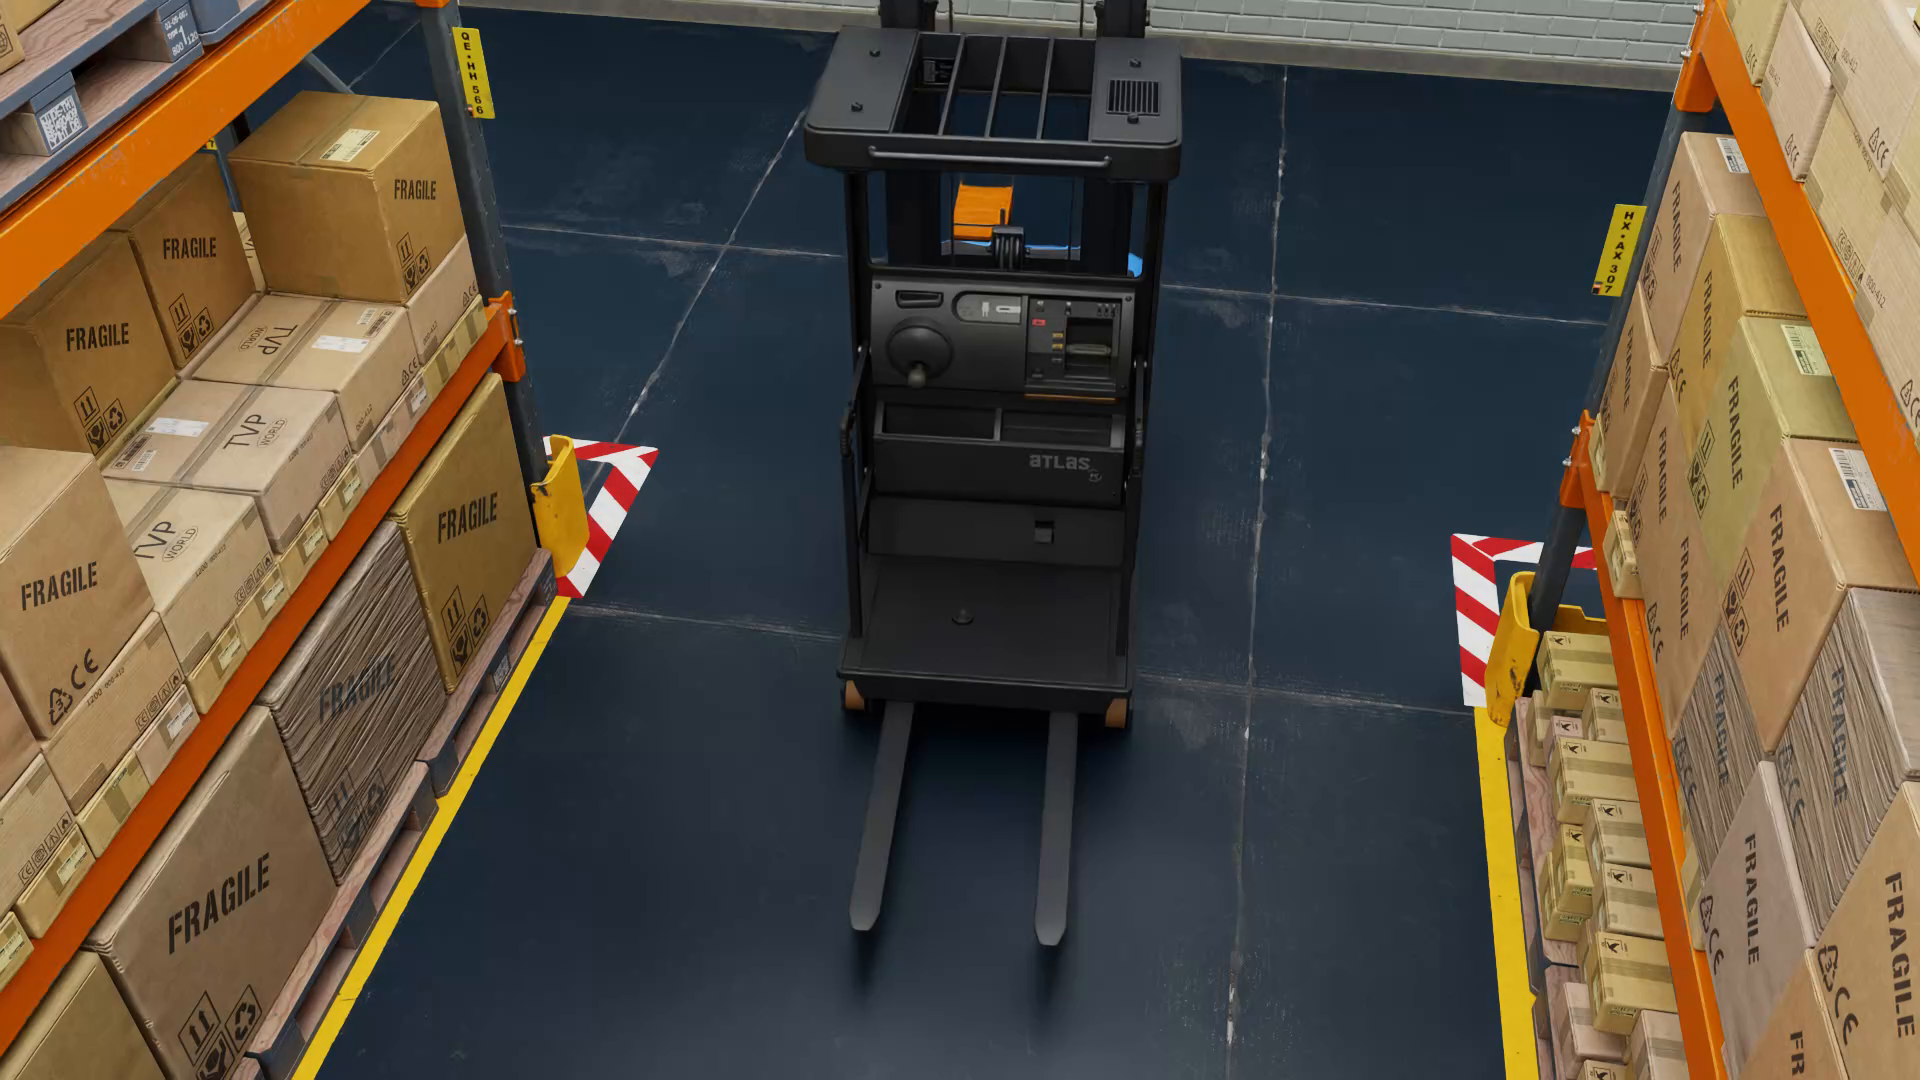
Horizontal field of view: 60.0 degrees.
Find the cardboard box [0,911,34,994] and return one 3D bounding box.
[{"bbox_3d":[-2.439,0.984,3.903,0.380,0.149,0.250,8,40,9],"label":"cardboard box"}]

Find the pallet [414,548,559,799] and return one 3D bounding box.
[{"bbox_3d":[-2.278,0.441,6.551,1.003,0.211,1.213,6,40,8],"label":"pallet"}]

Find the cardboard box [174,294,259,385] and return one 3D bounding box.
[{"bbox_3d":[-2.649,-0.602,5.509,0.500,0.250,0.500,6,40,7],"label":"cardboard box"}]

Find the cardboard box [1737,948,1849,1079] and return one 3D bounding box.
[{"bbox_3d":[1.856,1.163,3.177,0.500,0.500,0.500,5,40,6],"label":"cardboard box"}]

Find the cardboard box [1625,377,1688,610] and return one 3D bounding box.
[{"bbox_3d":[2.234,-0.097,4.701,0.500,0.500,0.500,6,40,8],"label":"cardboard box"}]

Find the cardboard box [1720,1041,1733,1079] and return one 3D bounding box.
[{"bbox_3d":[1.907,1.201,3.641,0.380,0.149,0.250,5,40,6],"label":"cardboard box"}]

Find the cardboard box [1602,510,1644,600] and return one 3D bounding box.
[{"bbox_3d":[2.170,0.058,5.023,0.380,0.149,0.250,5,40,6],"label":"cardboard box"}]

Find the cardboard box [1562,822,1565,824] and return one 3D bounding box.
[{"bbox_3d":[2.281,0.870,5.751,0.380,0.149,0.250,6,40,7],"label":"cardboard box"}]

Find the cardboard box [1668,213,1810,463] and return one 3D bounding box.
[{"bbox_3d":[2.231,-0.502,4.407,0.500,0.500,0.500,7,40,9],"label":"cardboard box"}]

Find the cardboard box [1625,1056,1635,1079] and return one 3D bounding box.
[{"bbox_3d":[2.083,1.588,4.650,0.380,0.149,0.250,8,40,10],"label":"cardboard box"}]

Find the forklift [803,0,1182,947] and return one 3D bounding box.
[{"bbox_3d":[0.129,-0.638,5.722,1.130,2.935,3.031,4,40,4],"label":"forklift"}]

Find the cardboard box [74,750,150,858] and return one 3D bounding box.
[{"bbox_3d":[-2.351,0.658,4.297,0.380,0.149,0.250,6,40,7],"label":"cardboard box"}]

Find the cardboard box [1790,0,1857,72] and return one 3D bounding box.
[{"bbox_3d":[2.230,-1.250,3.779,0.500,0.250,0.500,6,40,7],"label":"cardboard box"}]

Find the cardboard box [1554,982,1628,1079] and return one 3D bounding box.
[{"bbox_3d":[2.013,1.493,4.998,0.380,0.149,0.250,5,40,6],"label":"cardboard box"}]

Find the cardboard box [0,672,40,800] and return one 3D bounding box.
[{"bbox_3d":[-2.481,0.440,3.659,0.500,0.500,0.500,6,40,8],"label":"cardboard box"}]

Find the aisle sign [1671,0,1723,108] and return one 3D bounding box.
[{"bbox_3d":[2.369,-1.614,4.808,0.394,0.787,0.004,6,40,8],"label":"aisle sign"}]

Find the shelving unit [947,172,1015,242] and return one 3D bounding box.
[{"bbox_3d":[0.097,-1.109,7.649,0.258,1.200,0.503,4,40,4],"label":"shelving unit"}]

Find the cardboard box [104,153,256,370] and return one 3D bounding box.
[{"bbox_3d":[-2.652,-0.904,5.286,0.500,0.500,0.500,5,40,7],"label":"cardboard box"}]

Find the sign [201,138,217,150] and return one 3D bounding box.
[{"bbox_3d":[-2.762,-1.573,6.057,0.100,0.325,0.005,6,40,8],"label":"sign"}]

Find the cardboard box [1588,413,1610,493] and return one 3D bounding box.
[{"bbox_3d":[2.272,-0.270,5.419,0.380,0.149,0.250,6,40,7],"label":"cardboard box"}]

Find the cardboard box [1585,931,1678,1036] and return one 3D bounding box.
[{"bbox_3d":[2.018,1.294,4.772,0.380,0.149,0.250,7,40,8],"label":"cardboard box"}]

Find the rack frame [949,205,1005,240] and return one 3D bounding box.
[{"bbox_3d":[0.073,-0.954,7.462,0.240,1.200,0.015,4,40,4],"label":"rack frame"}]

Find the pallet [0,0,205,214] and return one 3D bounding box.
[{"bbox_3d":[-2.543,-1.031,3.859,1.003,0.211,1.213,6,40,8],"label":"pallet"}]

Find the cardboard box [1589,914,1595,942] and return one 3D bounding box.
[{"bbox_3d":[2.146,1.244,5.065,0.380,0.149,0.250,5,40,6],"label":"cardboard box"}]

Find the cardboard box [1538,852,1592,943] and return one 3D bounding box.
[{"bbox_3d":[2.092,1.175,5.382,0.380,0.149,0.250,7,40,8],"label":"cardboard box"}]

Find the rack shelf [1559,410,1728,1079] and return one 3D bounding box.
[{"bbox_3d":[2.305,0.999,4.252,1.077,0.370,4.000,6,40,8],"label":"rack shelf"}]

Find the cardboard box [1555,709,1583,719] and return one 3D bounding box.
[{"bbox_3d":[2.308,0.589,5.858,0.380,0.149,0.250,8,40,10],"label":"cardboard box"}]

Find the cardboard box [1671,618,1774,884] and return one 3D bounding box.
[{"bbox_3d":[2.055,0.530,3.943,0.500,0.500,0.500,5,40,7],"label":"cardboard box"}]

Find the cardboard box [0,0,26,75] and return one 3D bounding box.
[{"bbox_3d":[-2.505,-1.176,3.477,0.700,0.500,0.500,8,40,10],"label":"cardboard box"}]

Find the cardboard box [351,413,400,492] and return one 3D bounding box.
[{"bbox_3d":[-2.086,-0.309,5.467,0.380,0.149,0.250,7,40,8],"label":"cardboard box"}]

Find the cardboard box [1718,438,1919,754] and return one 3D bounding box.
[{"bbox_3d":[2.034,0.142,3.628,0.500,0.500,0.500,5,40,6],"label":"cardboard box"}]

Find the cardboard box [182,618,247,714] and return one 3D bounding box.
[{"bbox_3d":[-2.262,0.336,4.687,0.380,0.149,0.250,5,40,6],"label":"cardboard box"}]

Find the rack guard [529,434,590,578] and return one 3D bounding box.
[{"bbox_3d":[-2.212,-0.196,7.094,1.175,0.500,0.348,6,40,8],"label":"rack guard"}]

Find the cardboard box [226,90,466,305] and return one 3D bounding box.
[{"bbox_3d":[-2.042,-1.155,5.589,0.500,0.500,0.500,7,40,8],"label":"cardboard box"}]

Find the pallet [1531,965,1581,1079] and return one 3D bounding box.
[{"bbox_3d":[2.249,1.858,4.837,1.003,0.211,1.213,6,40,8],"label":"pallet"}]

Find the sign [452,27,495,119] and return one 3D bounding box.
[{"bbox_3d":[-1.684,-1.613,5.752,0.100,0.325,0.005,6,40,8],"label":"sign"}]

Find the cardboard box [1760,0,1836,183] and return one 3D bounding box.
[{"bbox_3d":[2.226,-1.048,3.927,0.500,0.250,0.500,8,40,9],"label":"cardboard box"}]

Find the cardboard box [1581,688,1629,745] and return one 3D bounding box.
[{"bbox_3d":[2.297,0.652,5.549,0.380,0.149,0.250,7,40,8],"label":"cardboard box"}]

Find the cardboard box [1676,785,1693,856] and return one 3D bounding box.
[{"bbox_3d":[2.053,0.715,4.228,0.380,0.149,0.250,8,40,9],"label":"cardboard box"}]

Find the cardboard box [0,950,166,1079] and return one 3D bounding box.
[{"bbox_3d":[-2.715,1.618,4.277,0.875,0.875,0.875,6,40,8],"label":"cardboard box"}]

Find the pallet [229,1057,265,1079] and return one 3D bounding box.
[{"bbox_3d":[-2.700,1.973,4.698,1.003,0.211,1.213,6,40,8],"label":"pallet"}]

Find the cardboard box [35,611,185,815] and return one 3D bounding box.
[{"bbox_3d":[-2.394,0.406,4.289,0.500,0.250,0.500,7,40,9],"label":"cardboard box"}]

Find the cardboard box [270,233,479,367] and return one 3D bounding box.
[{"bbox_3d":[-2.039,-0.867,5.829,0.500,0.250,0.500,6,40,7],"label":"cardboard box"}]

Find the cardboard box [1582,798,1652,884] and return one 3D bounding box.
[{"bbox_3d":[2.166,0.961,5.175,0.380,0.149,0.250,5,40,5],"label":"cardboard box"}]

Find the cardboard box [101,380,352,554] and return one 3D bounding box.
[{"bbox_3d":[-2.215,-0.230,5.058,0.500,0.250,0.500,5,40,6],"label":"cardboard box"}]

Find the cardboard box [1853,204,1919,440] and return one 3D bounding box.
[{"bbox_3d":[2.050,-0.401,3.144,0.500,0.250,0.500,6,40,7],"label":"cardboard box"}]

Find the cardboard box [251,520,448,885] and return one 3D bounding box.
[{"bbox_3d":[-2.406,0.495,5.635,0.875,0.875,0.875,6,40,8],"label":"cardboard box"}]

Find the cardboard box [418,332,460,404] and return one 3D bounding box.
[{"bbox_3d":[-1.997,-0.624,5.848,0.380,0.149,0.250,7,40,8],"label":"cardboard box"}]

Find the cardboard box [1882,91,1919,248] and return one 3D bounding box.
[{"bbox_3d":[2.045,-0.616,3.013,0.500,0.250,0.500,5,40,6],"label":"cardboard box"}]

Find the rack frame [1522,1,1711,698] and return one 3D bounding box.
[{"bbox_3d":[2.651,-0.533,5.541,1.000,3.000,0.127,6,40,8],"label":"rack frame"}]

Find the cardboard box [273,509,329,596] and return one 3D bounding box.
[{"bbox_3d":[-2.173,0.017,5.073,0.380,0.149,0.250,7,40,8],"label":"cardboard box"}]

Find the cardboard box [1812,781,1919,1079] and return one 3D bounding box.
[{"bbox_3d":[1.858,0.788,2.846,0.500,0.500,0.500,5,40,6],"label":"cardboard box"}]
